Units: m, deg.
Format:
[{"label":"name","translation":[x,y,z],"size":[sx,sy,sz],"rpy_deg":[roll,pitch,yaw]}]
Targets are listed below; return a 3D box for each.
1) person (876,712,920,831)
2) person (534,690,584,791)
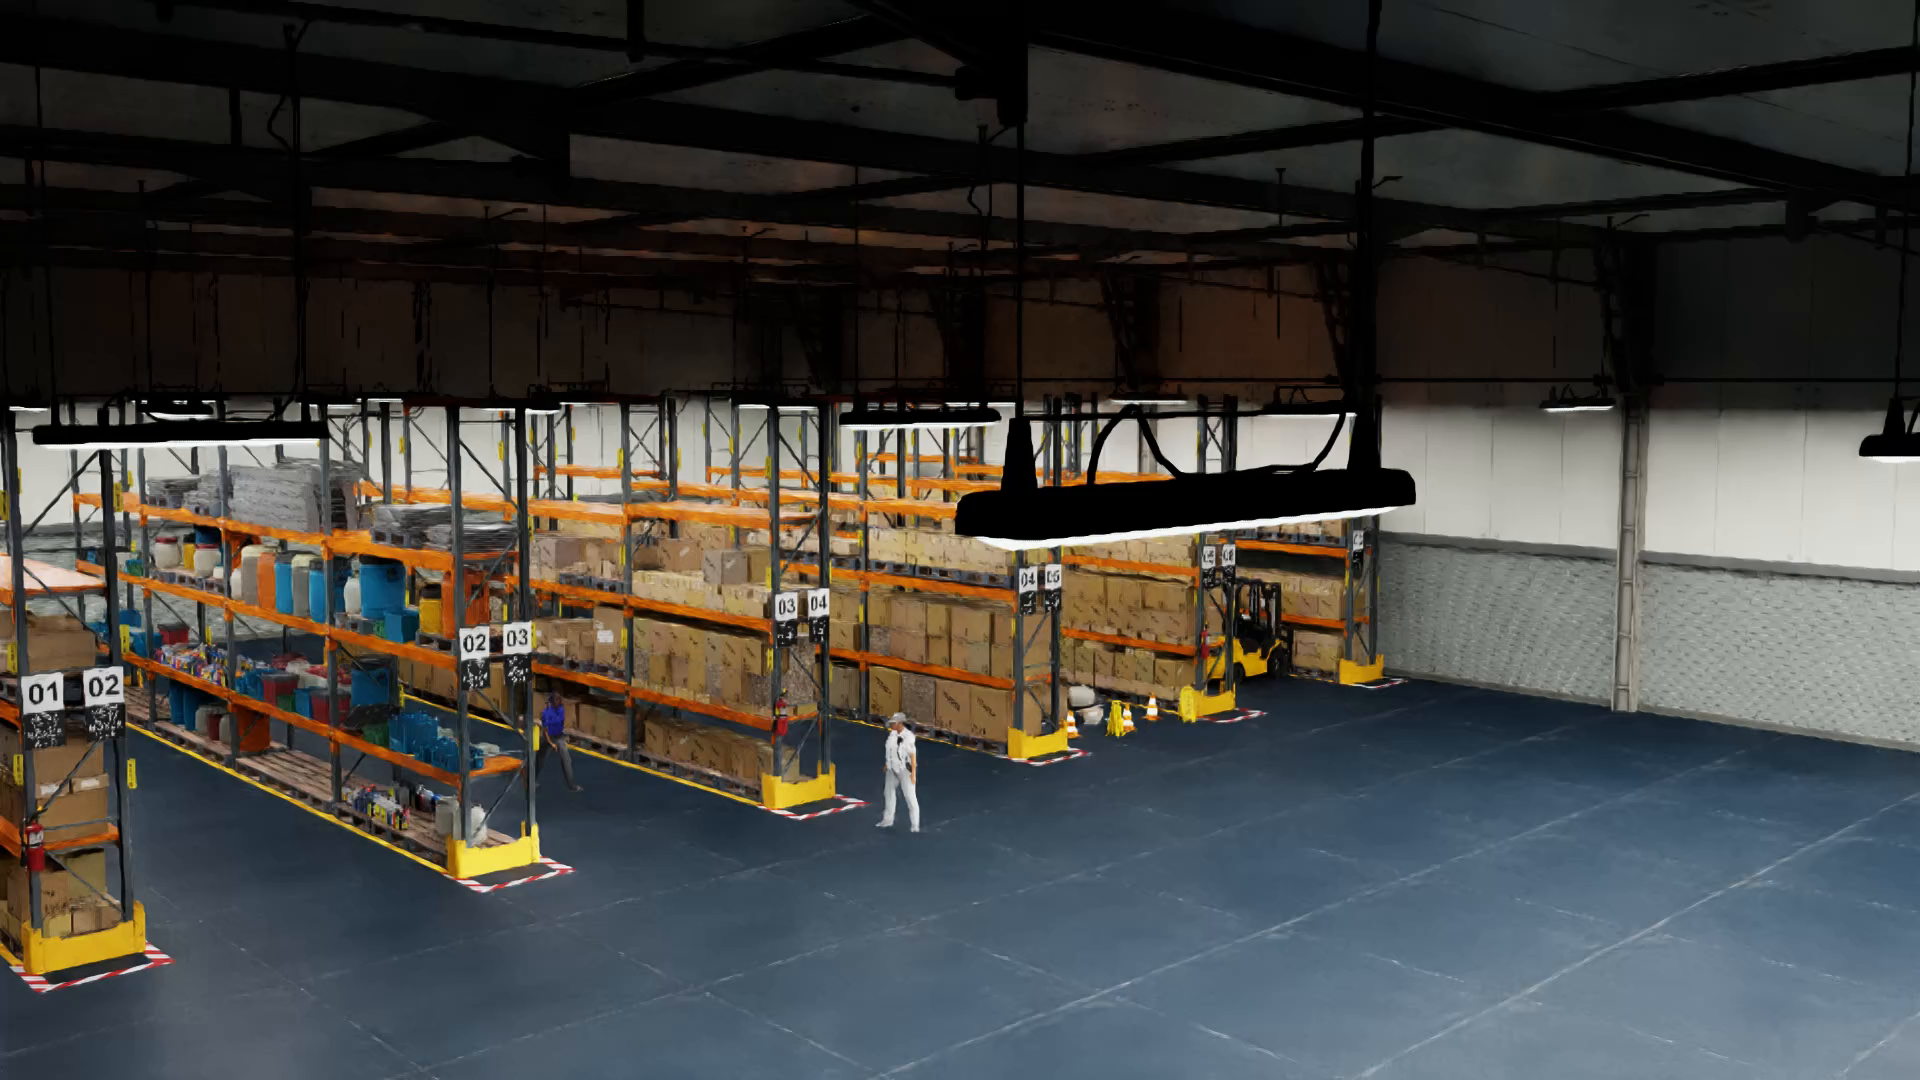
[{"label":"person","translation":[-0.879,3.233,23.365],"size":[0.662,1.666,0.501],"rpy_deg":[5,8,44]},{"label":"person","translation":[-6.239,3.066,25.483],"size":[1.060,1.571,0.470],"rpy_deg":[4,7,37]}]
